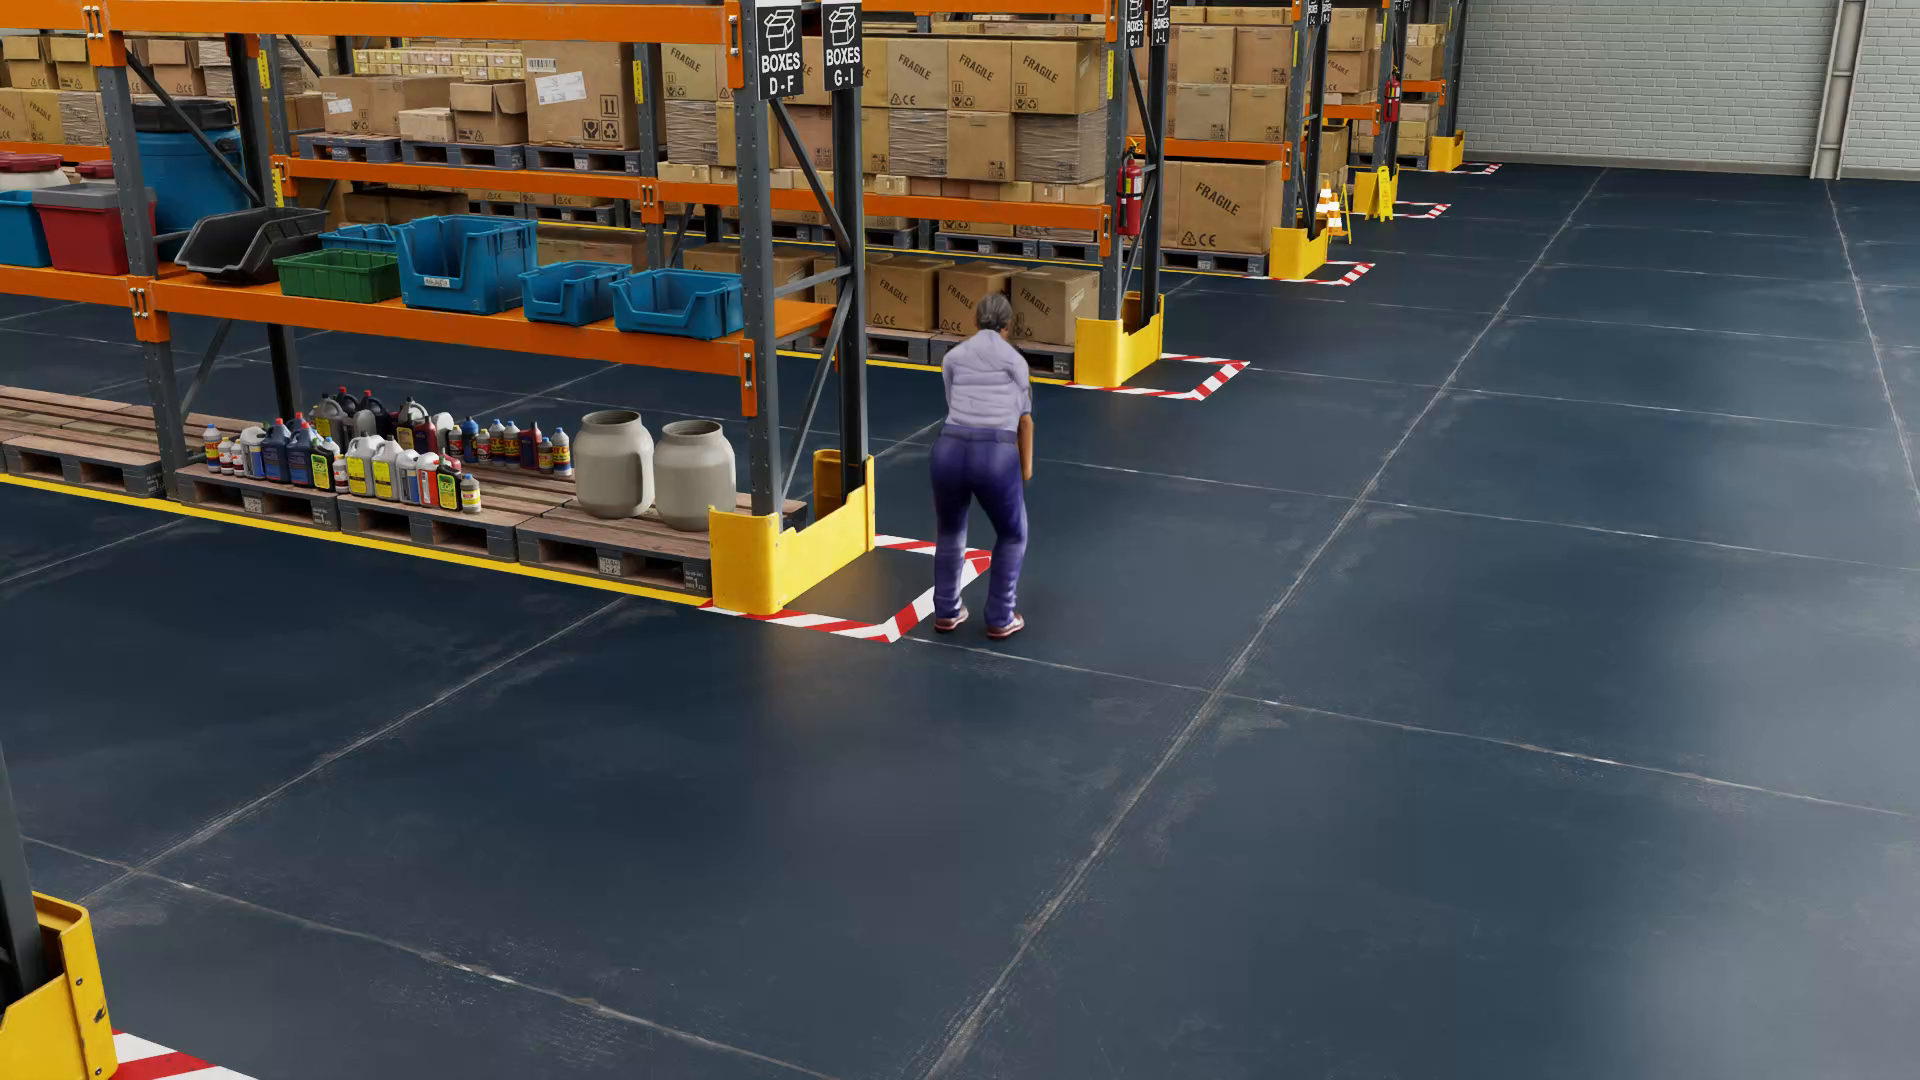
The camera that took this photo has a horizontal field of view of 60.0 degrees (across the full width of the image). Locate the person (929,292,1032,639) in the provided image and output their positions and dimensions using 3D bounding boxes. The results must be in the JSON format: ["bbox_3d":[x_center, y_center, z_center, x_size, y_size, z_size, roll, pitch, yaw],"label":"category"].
[{"bbox_3d":[0.110,-0.339,7.713,0.445,1.559,0.599,7,20,19],"label":"person"}]
